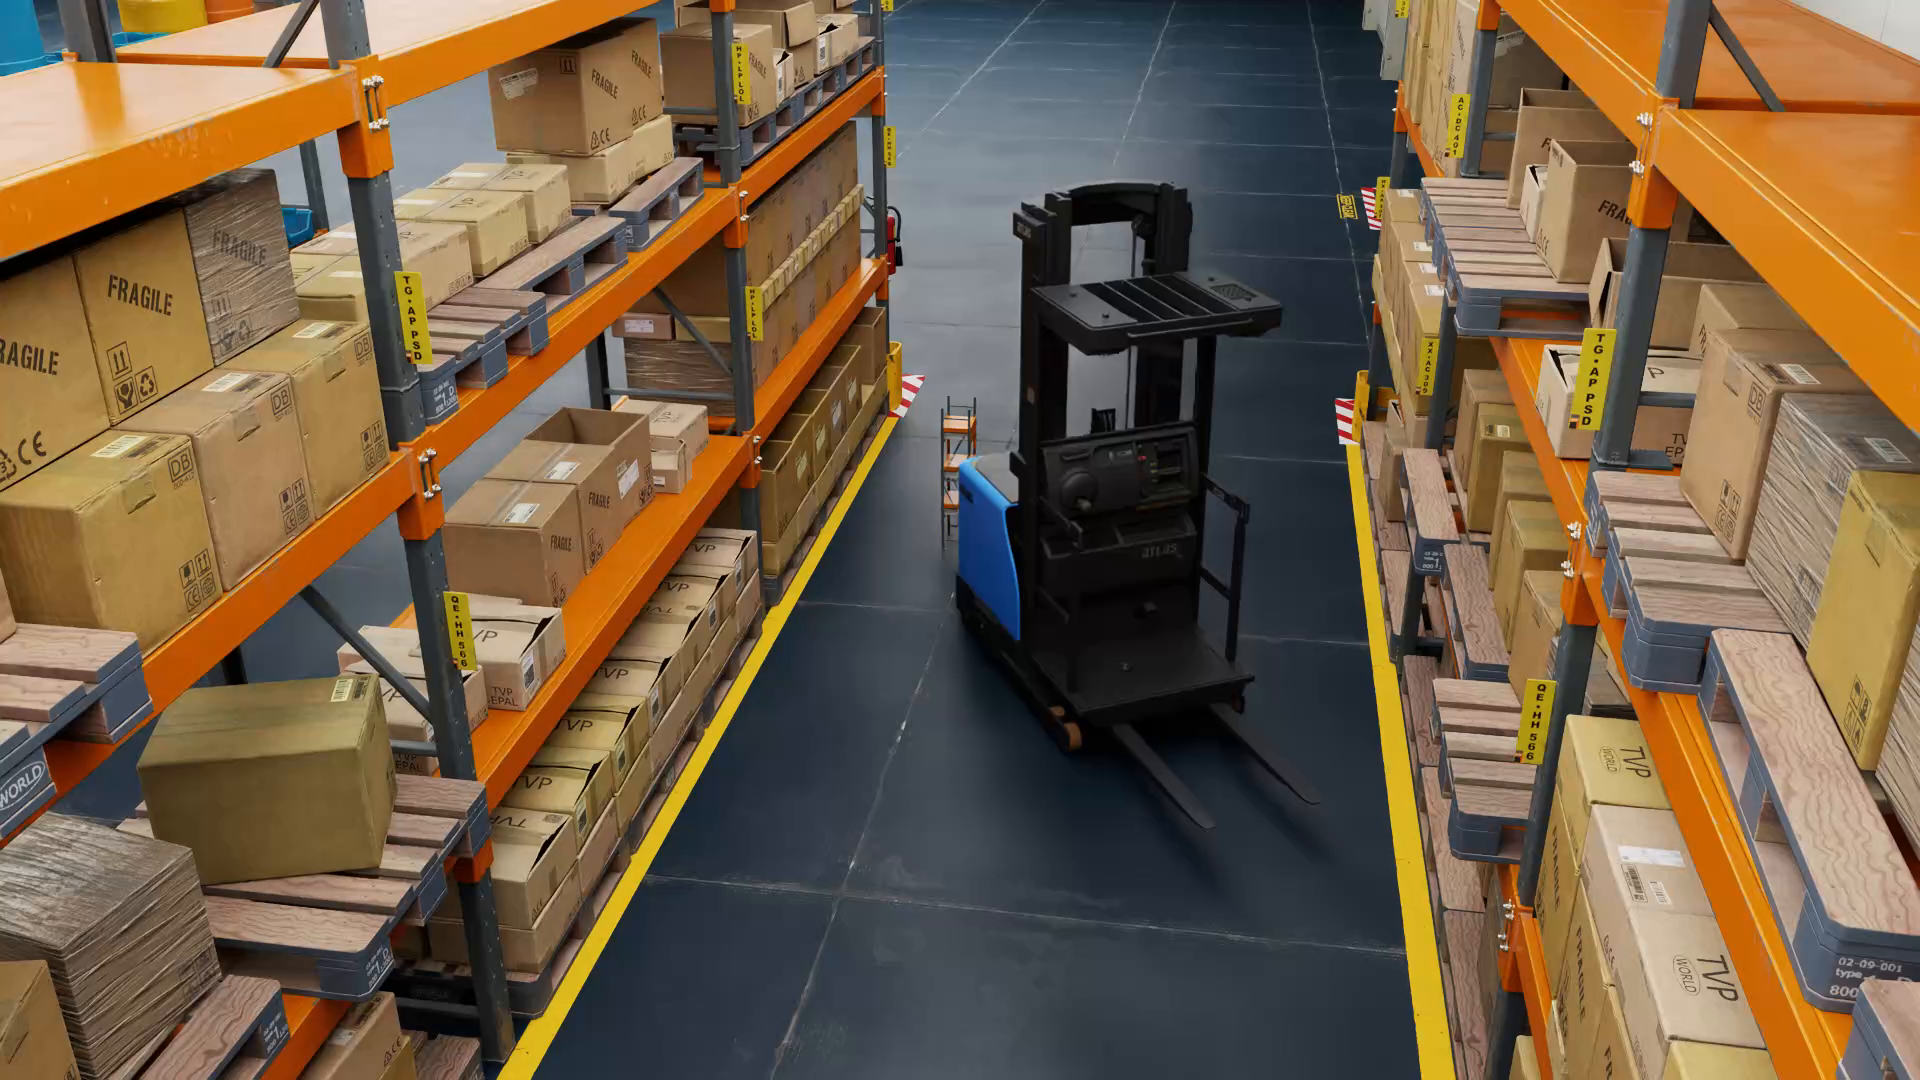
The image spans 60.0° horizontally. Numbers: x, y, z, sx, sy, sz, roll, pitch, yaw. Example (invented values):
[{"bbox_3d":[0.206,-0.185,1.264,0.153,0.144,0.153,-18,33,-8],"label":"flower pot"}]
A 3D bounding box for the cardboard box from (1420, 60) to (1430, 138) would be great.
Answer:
[{"bbox_3d":[3.220,-2.832,10.583,0.500,0.500,0.500,6,26,12],"label":"cardboard box"}]

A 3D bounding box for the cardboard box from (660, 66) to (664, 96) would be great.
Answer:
[{"bbox_3d":[-1.823,-2.898,10.500,0.380,0.149,0.250,4,25,9],"label":"cardboard box"}]

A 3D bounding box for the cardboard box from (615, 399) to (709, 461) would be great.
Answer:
[{"bbox_3d":[-1.787,-0.599,9.668,0.500,0.250,0.500,6,26,12],"label":"cardboard box"}]

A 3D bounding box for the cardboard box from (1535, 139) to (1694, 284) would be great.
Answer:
[{"bbox_3d":[2.768,-1.389,7.028,0.500,0.500,0.500,3,25,7],"label":"cardboard box"}]

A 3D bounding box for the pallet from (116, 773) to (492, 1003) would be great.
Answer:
[{"bbox_3d":[-2.445,1.172,5.933,1.213,0.211,1.003,4,25,9],"label":"pallet"}]

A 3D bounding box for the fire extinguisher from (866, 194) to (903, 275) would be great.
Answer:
[{"bbox_3d":[-0.619,-2.531,13.710,0.296,0.674,0.183,4,25,9],"label":"fire extinguisher"}]

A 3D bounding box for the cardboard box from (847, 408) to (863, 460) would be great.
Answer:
[{"bbox_3d":[-1.042,-0.830,12.732,0.500,0.250,0.500,4,25,9],"label":"cardboard box"}]

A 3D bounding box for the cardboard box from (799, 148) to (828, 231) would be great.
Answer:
[{"bbox_3d":[-1.356,-2.534,11.977,0.700,0.500,0.500,4,25,9],"label":"cardboard box"}]

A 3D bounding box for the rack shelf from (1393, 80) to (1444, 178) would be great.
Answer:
[{"bbox_3d":[3.465,-2.403,10.657,1.077,0.370,4.000,4,25,9],"label":"rack shelf"}]

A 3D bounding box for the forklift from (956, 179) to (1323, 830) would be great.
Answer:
[{"bbox_3d":[0.977,-0.351,9.042,1.130,2.935,3.031,-9,27,-19],"label":"forklift"}]

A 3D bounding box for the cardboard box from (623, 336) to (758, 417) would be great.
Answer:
[{"bbox_3d":[-1.684,-1.107,10.459,0.700,0.500,0.500,3,25,7],"label":"cardboard box"}]

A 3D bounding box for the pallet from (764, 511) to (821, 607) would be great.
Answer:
[{"bbox_3d":[-1.579,0.057,11.378,1.003,0.211,1.213,4,25,9],"label":"pallet"}]

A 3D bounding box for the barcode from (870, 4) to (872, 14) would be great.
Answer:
[{"bbox_3d":[-0.670,-4.011,12.557,0.001,0.075,0.075,4,25,9],"label":"barcode"}]

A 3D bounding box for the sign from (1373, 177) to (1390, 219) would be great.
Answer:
[{"bbox_3d":[3.256,-2.637,12.824,0.100,0.325,0.005,4,25,9],"label":"sign"}]

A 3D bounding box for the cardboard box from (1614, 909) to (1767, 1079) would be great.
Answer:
[{"bbox_3d":[1.990,1.216,4.236,0.500,0.250,0.500,4,25,9],"label":"cardboard box"}]

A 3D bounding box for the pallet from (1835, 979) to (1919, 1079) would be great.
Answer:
[{"bbox_3d":[1.931,1.153,2.436,0.805,0.209,1.217,3,25,6],"label":"pallet"}]

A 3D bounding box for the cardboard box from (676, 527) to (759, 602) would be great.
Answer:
[{"bbox_3d":[-1.533,0.115,10.054,0.500,0.311,0.500,4,25,9],"label":"cardboard box"}]

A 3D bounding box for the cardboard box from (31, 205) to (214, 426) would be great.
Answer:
[{"bbox_3d":[-2.565,-0.664,4.795,0.500,0.500,0.500,4,25,9],"label":"cardboard box"}]

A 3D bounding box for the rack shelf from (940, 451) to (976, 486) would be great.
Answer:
[{"bbox_3d":[-0.009,-0.444,11.484,0.215,0.259,0.240,4,25,9],"label":"rack shelf"}]

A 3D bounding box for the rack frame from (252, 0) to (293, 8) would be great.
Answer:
[{"bbox_3d":[-5.982,-5.611,13.122,1.000,3.000,0.127,4,25,9],"label":"rack frame"}]

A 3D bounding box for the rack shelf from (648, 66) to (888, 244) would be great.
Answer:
[{"bbox_3d":[-1.423,-2.745,11.387,1.077,0.370,4.000,4,25,9],"label":"rack shelf"}]

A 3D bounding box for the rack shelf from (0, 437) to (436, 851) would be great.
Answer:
[{"bbox_3d":[-2.731,0.601,4.238,1.077,0.370,4.000,4,25,9],"label":"rack shelf"}]

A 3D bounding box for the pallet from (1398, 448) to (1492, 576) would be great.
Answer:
[{"bbox_3d":[2.869,-0.138,8.732,1.003,0.211,1.213,4,25,9],"label":"pallet"}]

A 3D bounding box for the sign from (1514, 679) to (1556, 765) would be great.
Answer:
[{"bbox_3d":[1.947,0.617,5.622,0.100,0.325,0.005,4,25,9],"label":"sign"}]

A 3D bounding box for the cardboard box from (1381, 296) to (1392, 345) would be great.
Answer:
[{"bbox_3d":[3.238,-1.535,11.645,0.500,0.250,0.500,4,25,8],"label":"cardboard box"}]

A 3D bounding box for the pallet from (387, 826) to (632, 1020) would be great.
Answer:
[{"bbox_3d":[-2.231,1.718,7.830,1.003,0.211,1.213,4,25,9],"label":"pallet"}]

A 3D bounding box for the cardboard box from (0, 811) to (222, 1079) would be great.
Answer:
[{"bbox_3d":[-2.733,1.202,5.030,0.700,0.500,0.500,9,27,18],"label":"cardboard box"}]

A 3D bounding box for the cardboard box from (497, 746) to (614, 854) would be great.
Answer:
[{"bbox_3d":[-1.951,1.179,7.779,0.500,0.311,0.500,3,25,7],"label":"cardboard box"}]

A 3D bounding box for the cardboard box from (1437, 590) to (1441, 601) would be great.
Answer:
[{"bbox_3d":[3.195,0.324,10.343,0.380,0.166,0.250,1,25,2],"label":"cardboard box"}]

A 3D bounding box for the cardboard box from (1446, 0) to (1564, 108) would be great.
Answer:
[{"bbox_3d":[2.952,-2.628,8.968,0.500,0.500,0.500,2,25,4],"label":"cardboard box"}]

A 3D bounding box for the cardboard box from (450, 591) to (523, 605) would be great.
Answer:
[{"bbox_3d":[-2.251,0.374,7.710,0.380,0.149,0.250,6,26,12],"label":"cardboard box"}]

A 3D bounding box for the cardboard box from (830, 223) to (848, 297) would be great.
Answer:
[{"bbox_3d":[-1.266,-2.180,12.751,0.700,0.500,0.500,5,25,10],"label":"cardboard box"}]

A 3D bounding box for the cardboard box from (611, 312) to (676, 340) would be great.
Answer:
[{"bbox_3d":[-1.917,-1.344,10.199,0.380,0.149,0.250,4,25,8],"label":"cardboard box"}]

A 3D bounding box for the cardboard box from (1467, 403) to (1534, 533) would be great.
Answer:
[{"bbox_3d":[2.922,-0.335,8.291,0.700,0.500,0.500,7,26,14],"label":"cardboard box"}]

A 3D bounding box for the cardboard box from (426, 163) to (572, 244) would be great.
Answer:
[{"bbox_3d":[-2.123,-1.561,7.690,0.500,0.250,0.500,2,25,4],"label":"cardboard box"}]

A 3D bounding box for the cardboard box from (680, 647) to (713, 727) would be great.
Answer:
[{"bbox_3d":[-1.699,0.798,9.254,0.500,0.250,0.500,5,25,10],"label":"cardboard box"}]

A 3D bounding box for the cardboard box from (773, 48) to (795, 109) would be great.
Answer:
[{"bbox_3d":[-1.319,-2.866,10.241,0.500,0.311,0.500,3,25,6],"label":"cardboard box"}]

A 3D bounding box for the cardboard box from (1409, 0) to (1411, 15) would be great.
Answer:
[{"bbox_3d":[3.489,-3.929,11.745,0.500,0.500,0.500,2,25,5],"label":"cardboard box"}]

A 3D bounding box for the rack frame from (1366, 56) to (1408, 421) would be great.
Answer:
[{"bbox_3d":[3.791,-2.207,12.927,1.000,3.000,0.127,4,25,9],"label":"rack frame"}]

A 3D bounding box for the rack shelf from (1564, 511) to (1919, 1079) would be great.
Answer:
[{"bbox_3d":[2.157,0.942,3.509,1.077,0.370,4.000,4,25,9],"label":"rack shelf"}]

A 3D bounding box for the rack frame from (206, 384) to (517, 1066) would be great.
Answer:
[{"bbox_3d":[-2.404,0.797,6.509,1.000,3.000,0.127,4,25,9],"label":"rack frame"}]

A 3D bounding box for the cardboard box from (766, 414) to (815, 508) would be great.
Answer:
[{"bbox_3d":[-1.291,-0.542,11.234,0.500,0.500,0.500,4,25,9],"label":"cardboard box"}]

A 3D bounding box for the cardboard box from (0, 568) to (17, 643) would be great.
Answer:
[{"bbox_3d":[-2.687,0.067,3.799,0.600,0.600,0.600,3,25,6],"label":"cardboard box"}]

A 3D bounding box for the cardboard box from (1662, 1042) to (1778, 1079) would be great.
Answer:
[{"bbox_3d":[1.913,1.430,3.779,0.500,0.250,0.500,4,25,7],"label":"cardboard box"}]

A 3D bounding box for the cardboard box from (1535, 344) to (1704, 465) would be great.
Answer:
[{"bbox_3d":[2.335,-0.508,5.841,0.500,0.311,0.500,4,25,9],"label":"cardboard box"}]

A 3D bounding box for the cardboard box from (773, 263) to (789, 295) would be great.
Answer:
[{"bbox_3d":[-1.349,-1.741,11.049,0.380,0.149,0.250,3,25,7],"label":"cardboard box"}]

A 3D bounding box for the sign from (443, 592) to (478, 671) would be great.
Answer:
[{"bbox_3d":[-1.867,0.342,6.208,0.100,0.325,0.005,4,25,9],"label":"sign"}]

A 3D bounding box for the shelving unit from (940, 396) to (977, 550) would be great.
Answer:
[{"bbox_3d":[-0.009,-0.453,11.480,0.215,1.050,0.252,4,25,9],"label":"shelving unit"}]

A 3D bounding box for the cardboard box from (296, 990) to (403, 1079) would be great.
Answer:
[{"bbox_3d":[-2.330,1.822,5.865,0.500,0.250,0.500,5,26,11],"label":"cardboard box"}]

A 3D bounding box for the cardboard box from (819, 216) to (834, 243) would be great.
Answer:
[{"bbox_3d":[-1.140,-2.283,12.207,0.380,0.149,0.250,5,26,10],"label":"cardboard box"}]

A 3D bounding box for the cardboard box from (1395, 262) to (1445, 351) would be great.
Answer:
[{"bbox_3d":[3.079,-1.453,10.585,0.500,0.500,0.500,3,25,7],"label":"cardboard box"}]

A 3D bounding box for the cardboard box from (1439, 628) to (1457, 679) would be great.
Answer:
[{"bbox_3d":[3.034,0.708,9.130,0.700,0.500,0.500,5,26,10],"label":"cardboard box"}]

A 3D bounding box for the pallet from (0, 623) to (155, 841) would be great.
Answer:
[{"bbox_3d":[-2.715,0.495,3.838,1.213,0.211,1.003,4,25,9],"label":"pallet"}]
